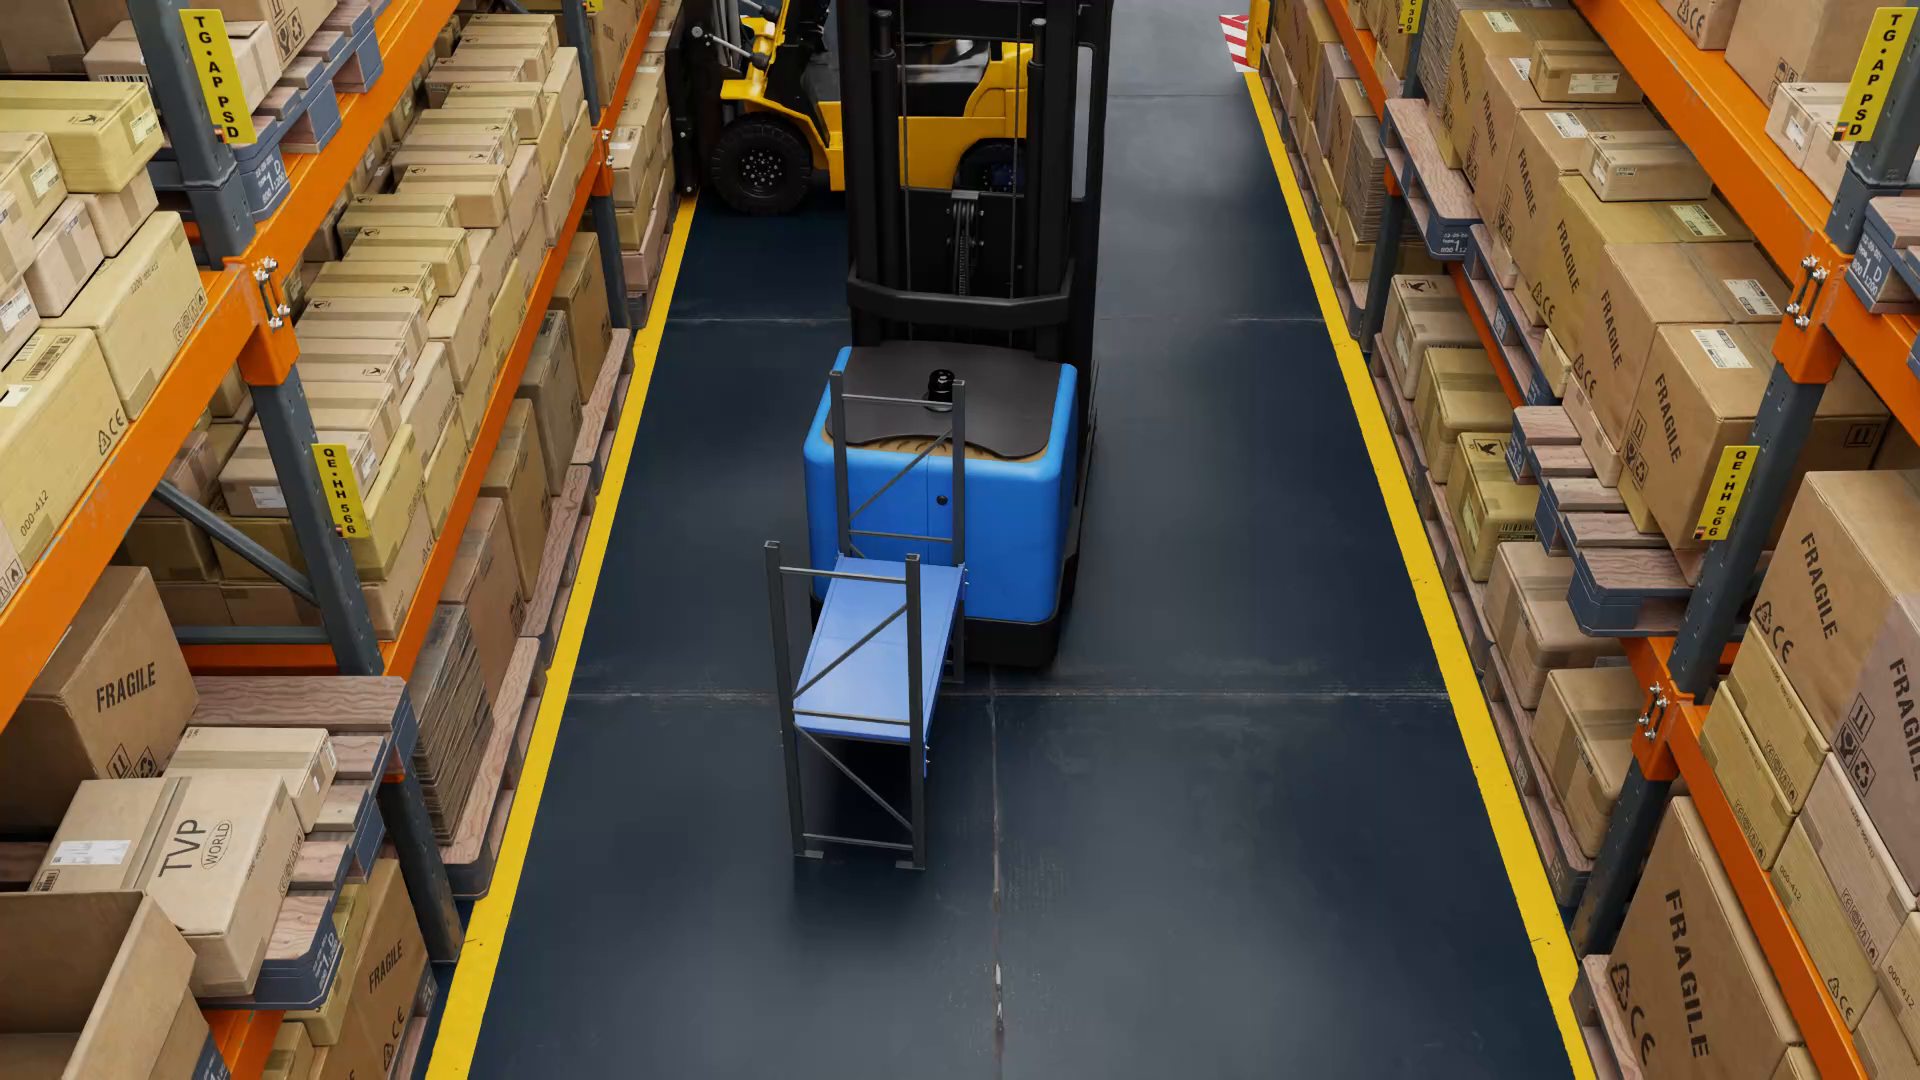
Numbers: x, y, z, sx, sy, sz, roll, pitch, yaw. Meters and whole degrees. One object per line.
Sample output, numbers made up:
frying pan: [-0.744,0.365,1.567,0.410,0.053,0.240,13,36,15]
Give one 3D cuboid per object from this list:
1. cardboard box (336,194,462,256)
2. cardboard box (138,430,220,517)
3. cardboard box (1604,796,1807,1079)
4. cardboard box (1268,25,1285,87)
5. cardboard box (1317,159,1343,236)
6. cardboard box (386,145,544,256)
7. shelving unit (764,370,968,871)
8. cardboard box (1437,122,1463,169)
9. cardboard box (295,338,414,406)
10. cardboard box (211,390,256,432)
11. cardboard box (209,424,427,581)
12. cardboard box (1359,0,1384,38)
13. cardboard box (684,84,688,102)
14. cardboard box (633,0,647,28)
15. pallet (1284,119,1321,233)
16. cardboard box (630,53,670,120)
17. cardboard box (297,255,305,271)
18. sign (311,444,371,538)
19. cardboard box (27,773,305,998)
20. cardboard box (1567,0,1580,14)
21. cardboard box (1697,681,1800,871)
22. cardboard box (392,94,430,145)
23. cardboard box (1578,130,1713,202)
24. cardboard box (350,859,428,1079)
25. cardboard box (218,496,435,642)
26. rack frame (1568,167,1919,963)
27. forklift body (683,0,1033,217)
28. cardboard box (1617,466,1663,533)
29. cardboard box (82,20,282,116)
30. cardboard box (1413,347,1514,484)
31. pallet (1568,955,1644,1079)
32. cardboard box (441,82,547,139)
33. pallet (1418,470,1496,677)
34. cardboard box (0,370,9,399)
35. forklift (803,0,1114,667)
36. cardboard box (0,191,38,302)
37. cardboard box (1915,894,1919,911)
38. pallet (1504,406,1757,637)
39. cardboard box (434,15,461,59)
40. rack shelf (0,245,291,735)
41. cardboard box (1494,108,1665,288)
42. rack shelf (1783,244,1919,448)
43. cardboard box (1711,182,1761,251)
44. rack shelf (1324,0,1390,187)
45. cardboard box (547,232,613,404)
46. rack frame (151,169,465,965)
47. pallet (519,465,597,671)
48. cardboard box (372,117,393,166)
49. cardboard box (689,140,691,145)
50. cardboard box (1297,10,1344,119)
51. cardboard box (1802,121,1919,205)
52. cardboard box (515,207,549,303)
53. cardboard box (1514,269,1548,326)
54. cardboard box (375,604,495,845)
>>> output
cardboard box: [-2.092,-1.170,6.212,0.380,0.149,0.250,0,39,0]
cardboard box: [-2.480,-0.204,5.007,0.380,0.149,0.250,1,39,1]
cardboard box: [2.604,1.383,4.989,0.875,0.875,0.875,0,39,0]
cardboard box: [2.402,-3.303,11.336,0.500,0.250,0.500,0,39,0]
cardboard box: [2.402,-2.009,9.721,0.500,0.250,0.500,-1,39,-1]
cardboard box: [-2.023,-1.398,6.816,0.500,0.250,0.500,1,39,1]
shelving unit: [-0.304,0.304,6.171,0.538,1.500,1.048,5,39,6]
cardboard box: [2.358,-1.779,7.437,0.380,0.149,0.250,1,39,1]
cardboard box: [-2.011,-0.527,5.411,0.380,0.149,0.250,1,39,1]
cardboard box: [-2.558,-0.445,5.627,0.500,0.250,0.500,0,39,0]
cardboard box: [-2.009,-0.122,5.224,0.500,0.250,0.500,0,39,0]
cardboard box: [2.425,-2.970,8.740,0.500,0.500,0.500,1,39,1]
cardboard box: [-1.965,-2.743,10.238,0.500,0.250,0.500,0,39,0]
cardboard box: [-2.040,-3.169,9.225,0.500,0.500,0.500,0,39,0]
pallet: [2.641,-2.312,10.466,1.003,0.211,1.213,0,39,0]
cardboard box: [-1.971,-2.624,9.689,0.500,0.250,0.500,1,39,1]
cardboard box: [-2.608,-1.002,6.003,0.380,0.149,0.250,-1,39,-1]
sign: [-1.735,-0.135,4.658,0.100,0.325,0.005,0,39,0]
cardboard box: [-1.952,0.846,4.080,0.500,0.250,0.500,-2,39,-2]
cardboard box: [2.912,-2.246,7.500,0.500,0.500,0.500,-1,39,-1]
cardboard box: [2.435,0.651,4.659,0.500,0.250,0.500,-1,39,-1]
cardboard box: [-2.547,-1.714,7.211,0.500,0.250,0.500,0,39,-1]
cardboard box: [2.402,-1.309,5.812,0.380,0.149,0.250,-2,39,-2]
cardboard box: [-2.062,1.368,5.308,0.500,0.500,0.500,1,39,1]
cardboard box: [-2.033,0.073,5.381,0.500,0.250,0.500,0,39,0]
rack frame: [2.686,0.286,4.995,1.000,3.000,0.127,0,39,0]
forklift body: [-0.460,-3.195,10.017,2.313,2.155,1.214,0,39,0]
cardboard box: [2.378,-0.152,5.407,0.380,0.149,0.250,1,39,1]
cardboard box: [-1.974,-1.209,4.232,0.380,0.166,0.250,0,39,0]
cardboard box: [2.689,-0.576,7.836,0.950,0.372,0.625,2,39,3]
pallet: [2.612,1.867,5.251,1.003,0.211,1.213,0,39,0]
cardboard box: [-1.961,-1.809,7.011,0.380,0.149,0.250,-1,39,-1]
pallet: [2.688,0.124,7.426,1.003,0.211,1.213,0,39,0]
cardboard box: [-2.037,-0.272,3.094,0.380,0.149,0.250,0,39,0]
forklift: [0.090,-1.529,7.315,1.130,2.935,3.031,5,39,6]
cardboard box: [-2.035,-0.546,3.198,0.380,0.149,0.250,-1,39,-2]
cardboard box: [2.438,0.799,3.475,0.500,0.500,0.500,1,39,1]
pallet: [2.579,-0.085,5.611,1.213,0.211,1.003,0,39,0]
cardboard box: [-2.496,-2.282,7.600,0.380,0.149,0.250,-1,39,-1]
rack shelf: [-2.275,0.653,2.713,1.077,0.370,4.000,0,39,0]
cardboard box: [2.395,-1.297,6.317,0.500,0.500,0.500,-2,39,-2]
rack shelf: [2.689,0.647,2.721,1.077,0.370,4.000,0,39,0]
cardboard box: [2.902,-0.973,5.911,0.500,0.500,0.500,1,39,1]
rack shelf: [2.679,-3.185,9.902,1.077,0.370,4.000,0,39,0]
cardboard box: [-2.270,-1.120,8.313,0.875,0.625,0.625,2,39,2]
rack frame: [-2.277,0.292,4.987,1.000,3.000,0.127,0,39,0]
pallet: [-2.238,0.104,7.451,1.003,0.211,1.213,0,39,0]
cardboard box: [-2.553,-1.642,6.802,0.380,0.149,0.250,0,39,0]
cardboard box: [-1.964,-2.560,10.408,0.500,0.250,0.500,1,39,1]
cardboard box: [2.400,-2.940,10.284,0.500,0.500,0.500,1,39,1]
cardboard box: [2.476,-0.983,4.381,0.380,0.149,0.250,0,39,0]
cardboard box: [-2.044,-1.211,6.983,0.500,0.250,0.500,0,39,0]
cardboard box: [2.370,-0.954,6.406,0.380,0.149,0.250,-1,39,-1]
cardboard box: [-2.264,0.665,6.085,0.875,0.625,0.625,1,39,1]
